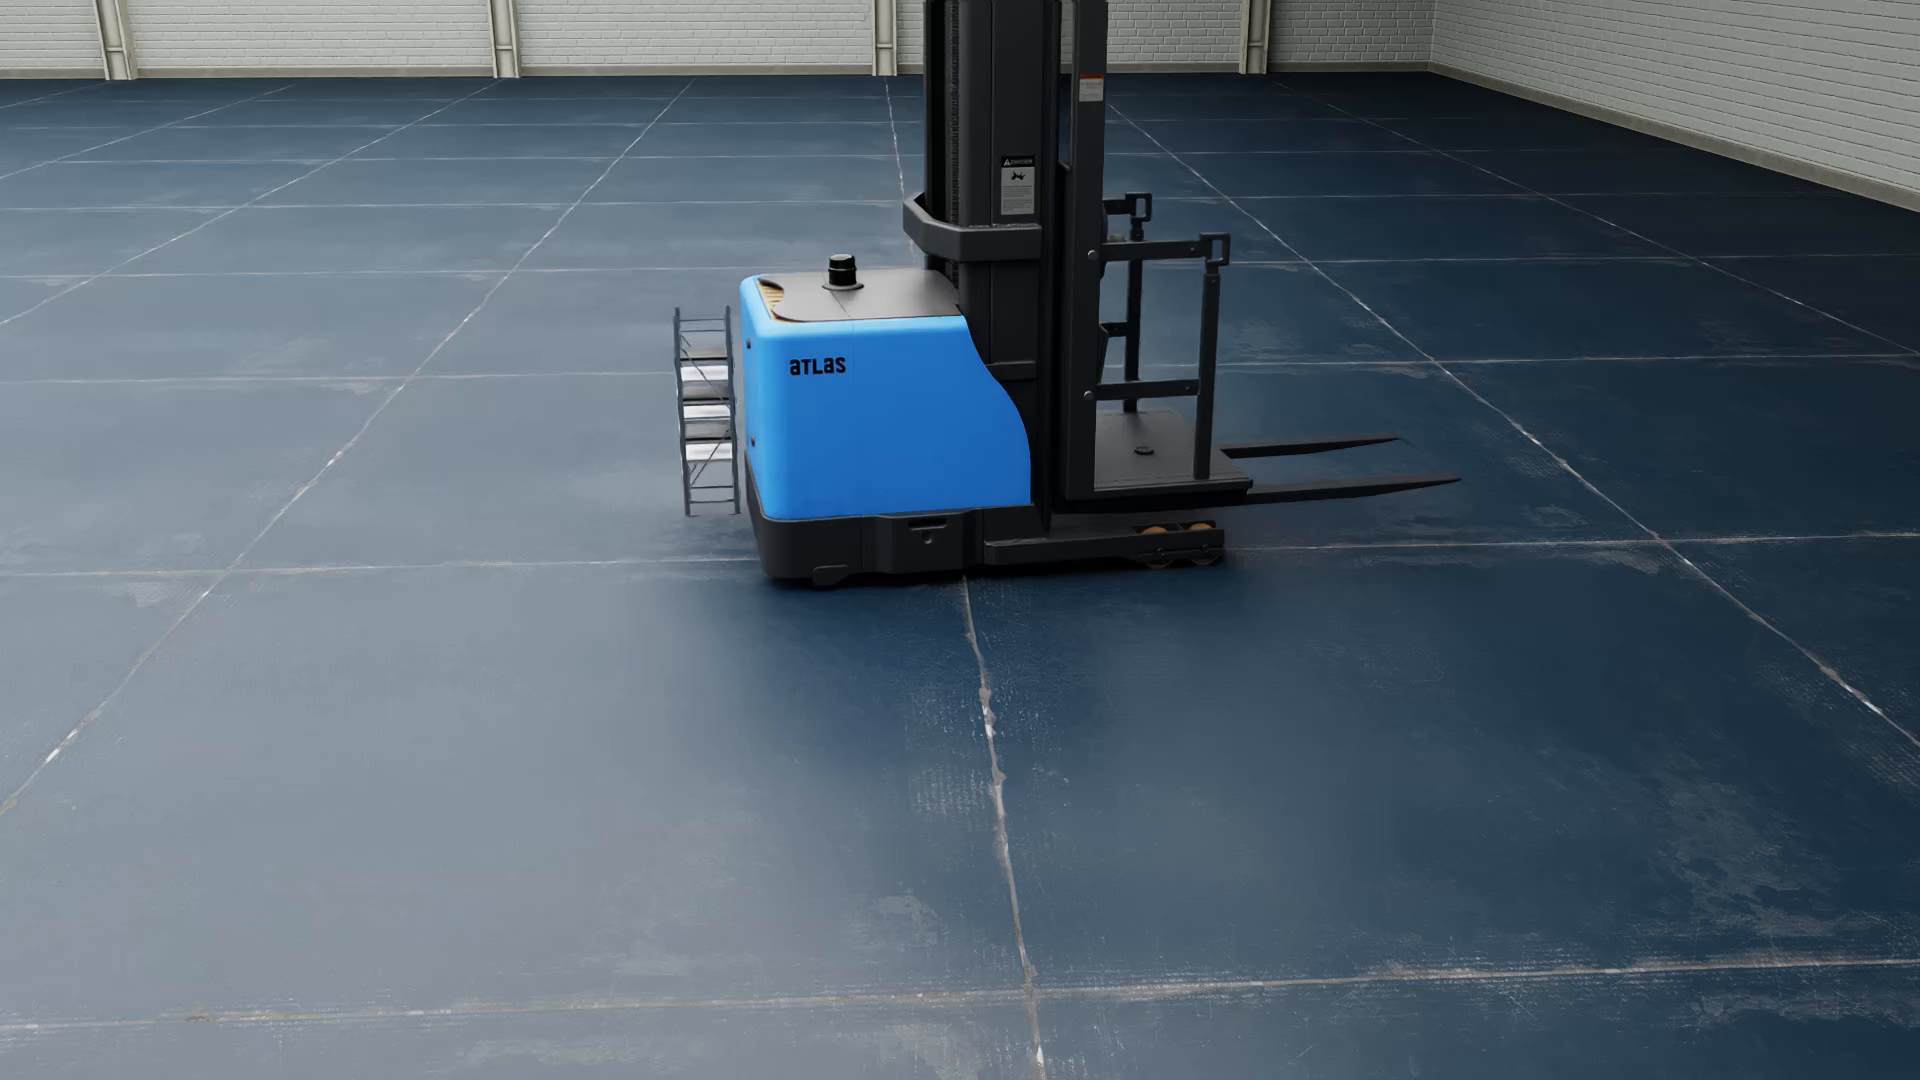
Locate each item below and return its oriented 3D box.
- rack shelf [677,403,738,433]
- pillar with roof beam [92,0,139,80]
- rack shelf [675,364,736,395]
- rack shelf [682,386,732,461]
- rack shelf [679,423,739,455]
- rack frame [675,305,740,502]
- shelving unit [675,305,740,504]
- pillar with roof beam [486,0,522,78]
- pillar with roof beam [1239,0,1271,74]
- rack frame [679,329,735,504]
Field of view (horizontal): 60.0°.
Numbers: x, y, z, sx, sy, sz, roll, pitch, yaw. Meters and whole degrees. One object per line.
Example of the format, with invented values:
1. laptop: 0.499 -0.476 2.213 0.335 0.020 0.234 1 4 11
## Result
1. rack shelf: -1.114 -0.535 7.353 0.258 0.077 0.200 -3 21 -7
2. pillar with roof beam: -12.949 -9.942 20.587 0.400 9.000 9.100 -1 21 -3
3. rack shelf: -1.114 -0.703 7.289 0.258 0.077 0.200 -3 21 -7
4. rack shelf: -1.114 -0.519 7.359 0.221 0.281 0.190 -3 21 -7
5. rack shelf: -1.114 -0.451 7.385 0.258 0.077 0.200 -3 21 -7
6. rack frame: -1.127 -0.602 7.436 0.240 0.900 0.006 -3 21 -7
7. shelving unit: -1.114 -0.566 7.342 0.258 0.900 0.208 -3 21 -7
8. pillar with roof beam: -6.959 -10.064 20.907 0.400 9.000 9.100 -1 21 -3
9. pillar with roof beam: 5.021 -10.307 21.547 0.400 9.000 9.100 -1 21 -3
10. rack frame: -1.101 -0.530 7.247 0.228 0.785 0.003 -3 21 -7
